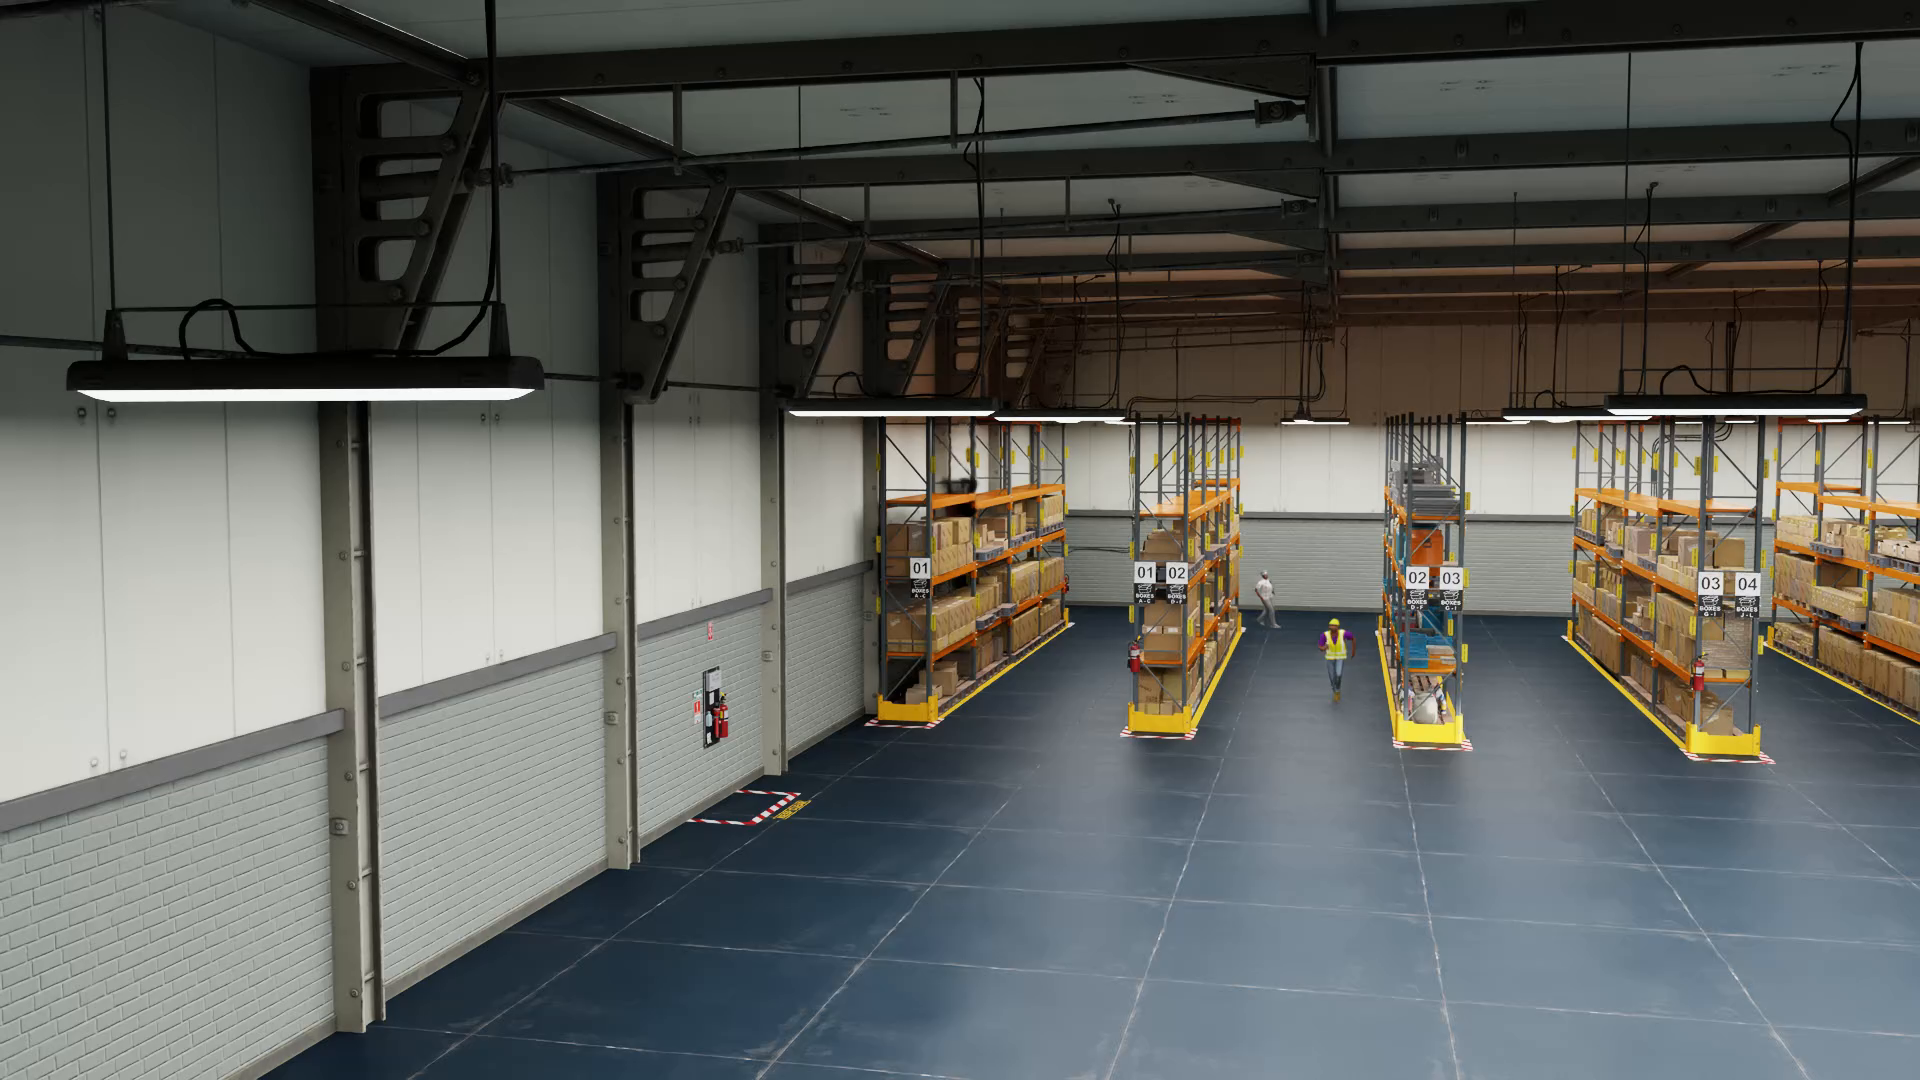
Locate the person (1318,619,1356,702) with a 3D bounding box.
[{"bbox_3d":[7.841,2.495,34.655,0.735,1.731,0.792,1,4,19],"label":"person"}]

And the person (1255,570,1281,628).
[{"bbox_3d":[8.735,1.678,47.433,0.805,1.663,0.633,3,5,41],"label":"person"}]
